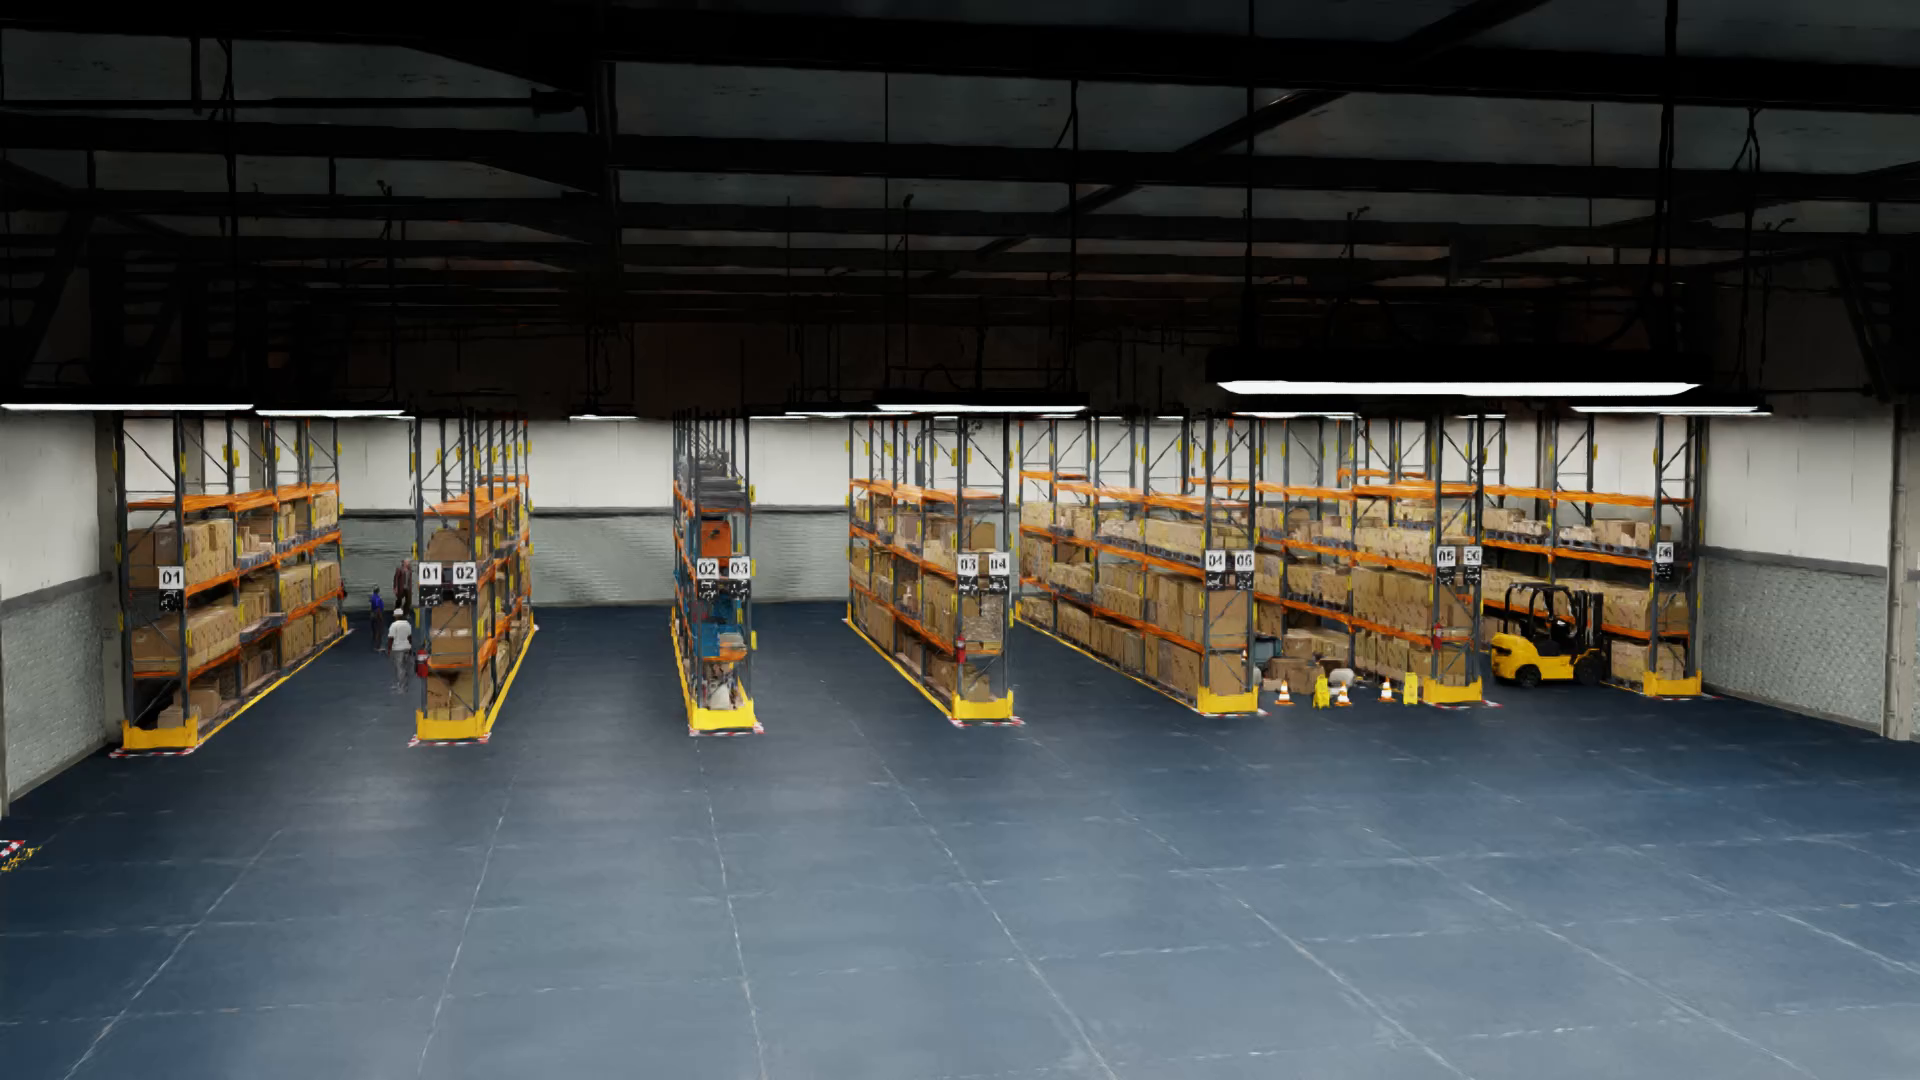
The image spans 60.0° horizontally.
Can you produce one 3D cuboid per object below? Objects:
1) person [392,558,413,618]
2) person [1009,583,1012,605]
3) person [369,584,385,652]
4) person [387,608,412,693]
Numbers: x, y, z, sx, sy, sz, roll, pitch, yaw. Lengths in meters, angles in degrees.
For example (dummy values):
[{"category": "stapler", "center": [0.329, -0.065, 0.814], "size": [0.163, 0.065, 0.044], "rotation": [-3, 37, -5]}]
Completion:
[{"category": "person", "center": [-16.283, 1.393, 48.580], "size": [0.622, 1.767, 0.611], "rotation": [4, 6, 43]}, {"category": "person", "center": [1.126, 1.674, 45.611], "size": [0.639, 1.632, 0.512], "rotation": [-1, 4, -13]}, {"category": "person", "center": [-14.564, 1.965, 41.588], "size": [0.359, 1.724, 0.527], "rotation": [-3, 5, -40]}, {"category": "person", "center": [-11.891, 2.321, 35.229], "size": [0.580, 1.763, 0.673], "rotation": [2, 4, 21]}]
